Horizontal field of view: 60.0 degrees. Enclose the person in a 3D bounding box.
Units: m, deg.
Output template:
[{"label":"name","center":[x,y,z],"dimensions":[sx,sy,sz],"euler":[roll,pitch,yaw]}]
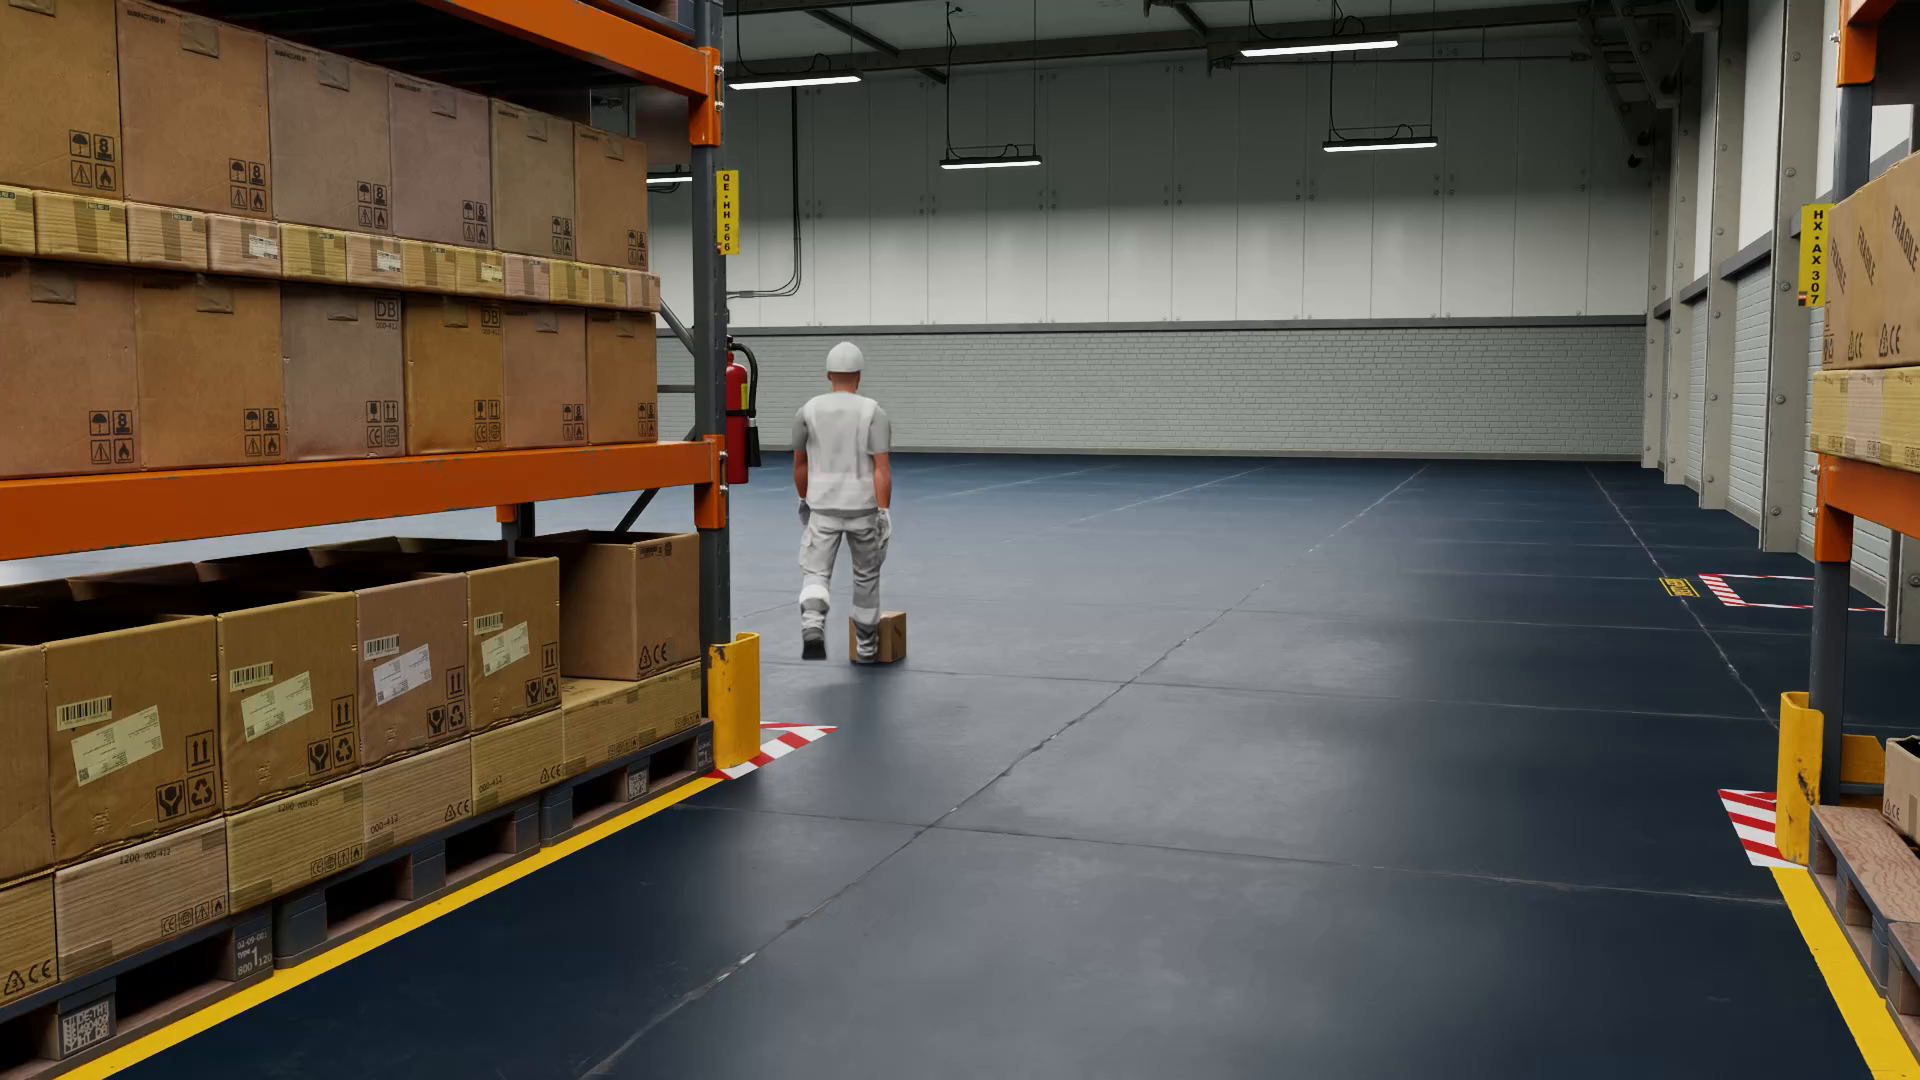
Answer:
[{"label":"person","center":[-0.619,-0.168,8.867],"dimensions":[0.539,1.762,0.959],"euler":[0,5,3]}]
